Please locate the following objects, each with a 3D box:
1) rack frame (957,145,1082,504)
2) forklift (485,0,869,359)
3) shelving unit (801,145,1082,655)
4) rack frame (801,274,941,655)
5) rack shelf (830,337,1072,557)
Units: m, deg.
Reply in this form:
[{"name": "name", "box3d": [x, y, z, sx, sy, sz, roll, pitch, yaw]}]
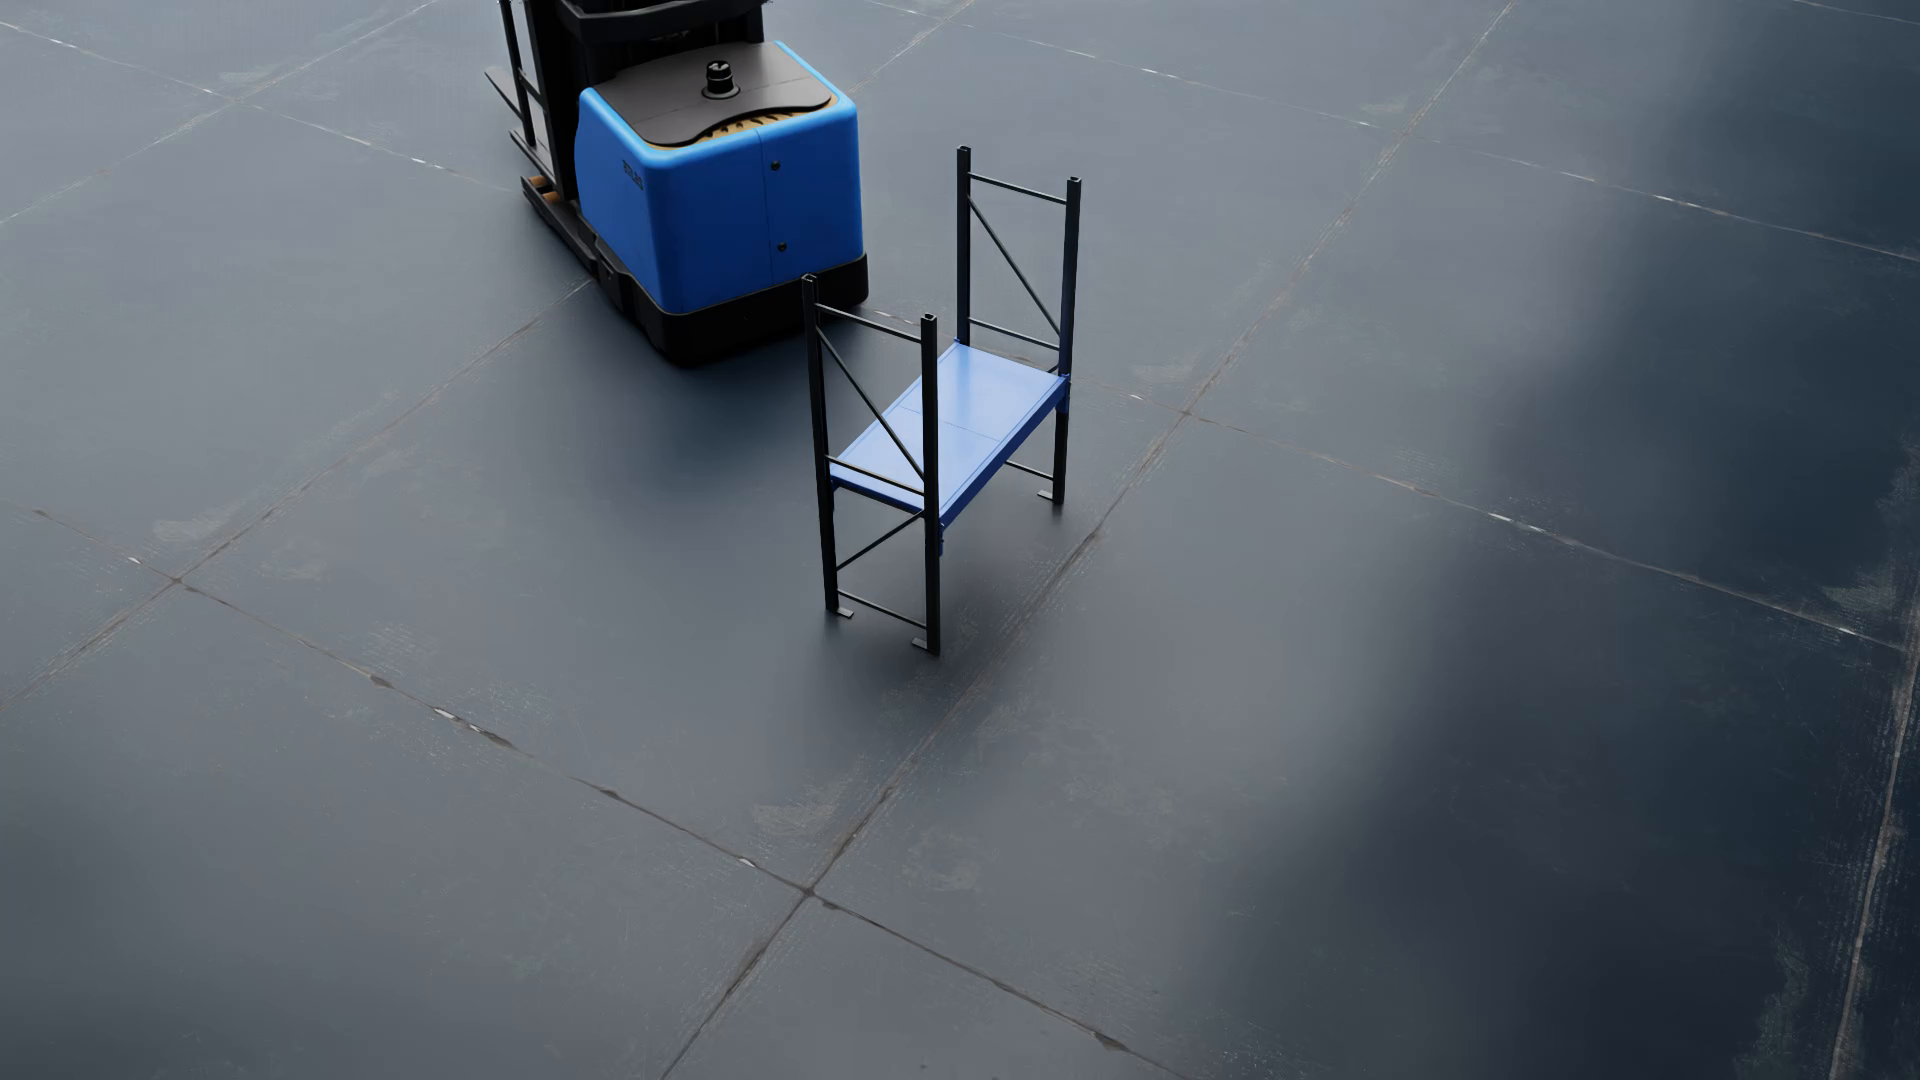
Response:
[{"name": "rack frame", "box3d": [0.212, -0.805, 6.529, 0.500, 1.500, 0.032, 21, 45, 22]}, {"name": "forklift", "box3d": [-1.633, -2.878, 7.800, 1.130, 2.935, 3.031, -22, 46, -23]}, {"name": "shelving unit", "box3d": [-0.043, -0.514, 6.199, 0.538, 1.500, 1.048, 21, 45, 22]}, {"name": "rack frame", "box3d": [-0.297, -0.223, 5.869, 0.500, 1.500, 0.032, 21, 45, 22]}, {"name": "rack shelf", "box3d": [-0.043, -0.379, 6.318, 0.538, 0.185, 1.000, 21, 45, 22]}]
